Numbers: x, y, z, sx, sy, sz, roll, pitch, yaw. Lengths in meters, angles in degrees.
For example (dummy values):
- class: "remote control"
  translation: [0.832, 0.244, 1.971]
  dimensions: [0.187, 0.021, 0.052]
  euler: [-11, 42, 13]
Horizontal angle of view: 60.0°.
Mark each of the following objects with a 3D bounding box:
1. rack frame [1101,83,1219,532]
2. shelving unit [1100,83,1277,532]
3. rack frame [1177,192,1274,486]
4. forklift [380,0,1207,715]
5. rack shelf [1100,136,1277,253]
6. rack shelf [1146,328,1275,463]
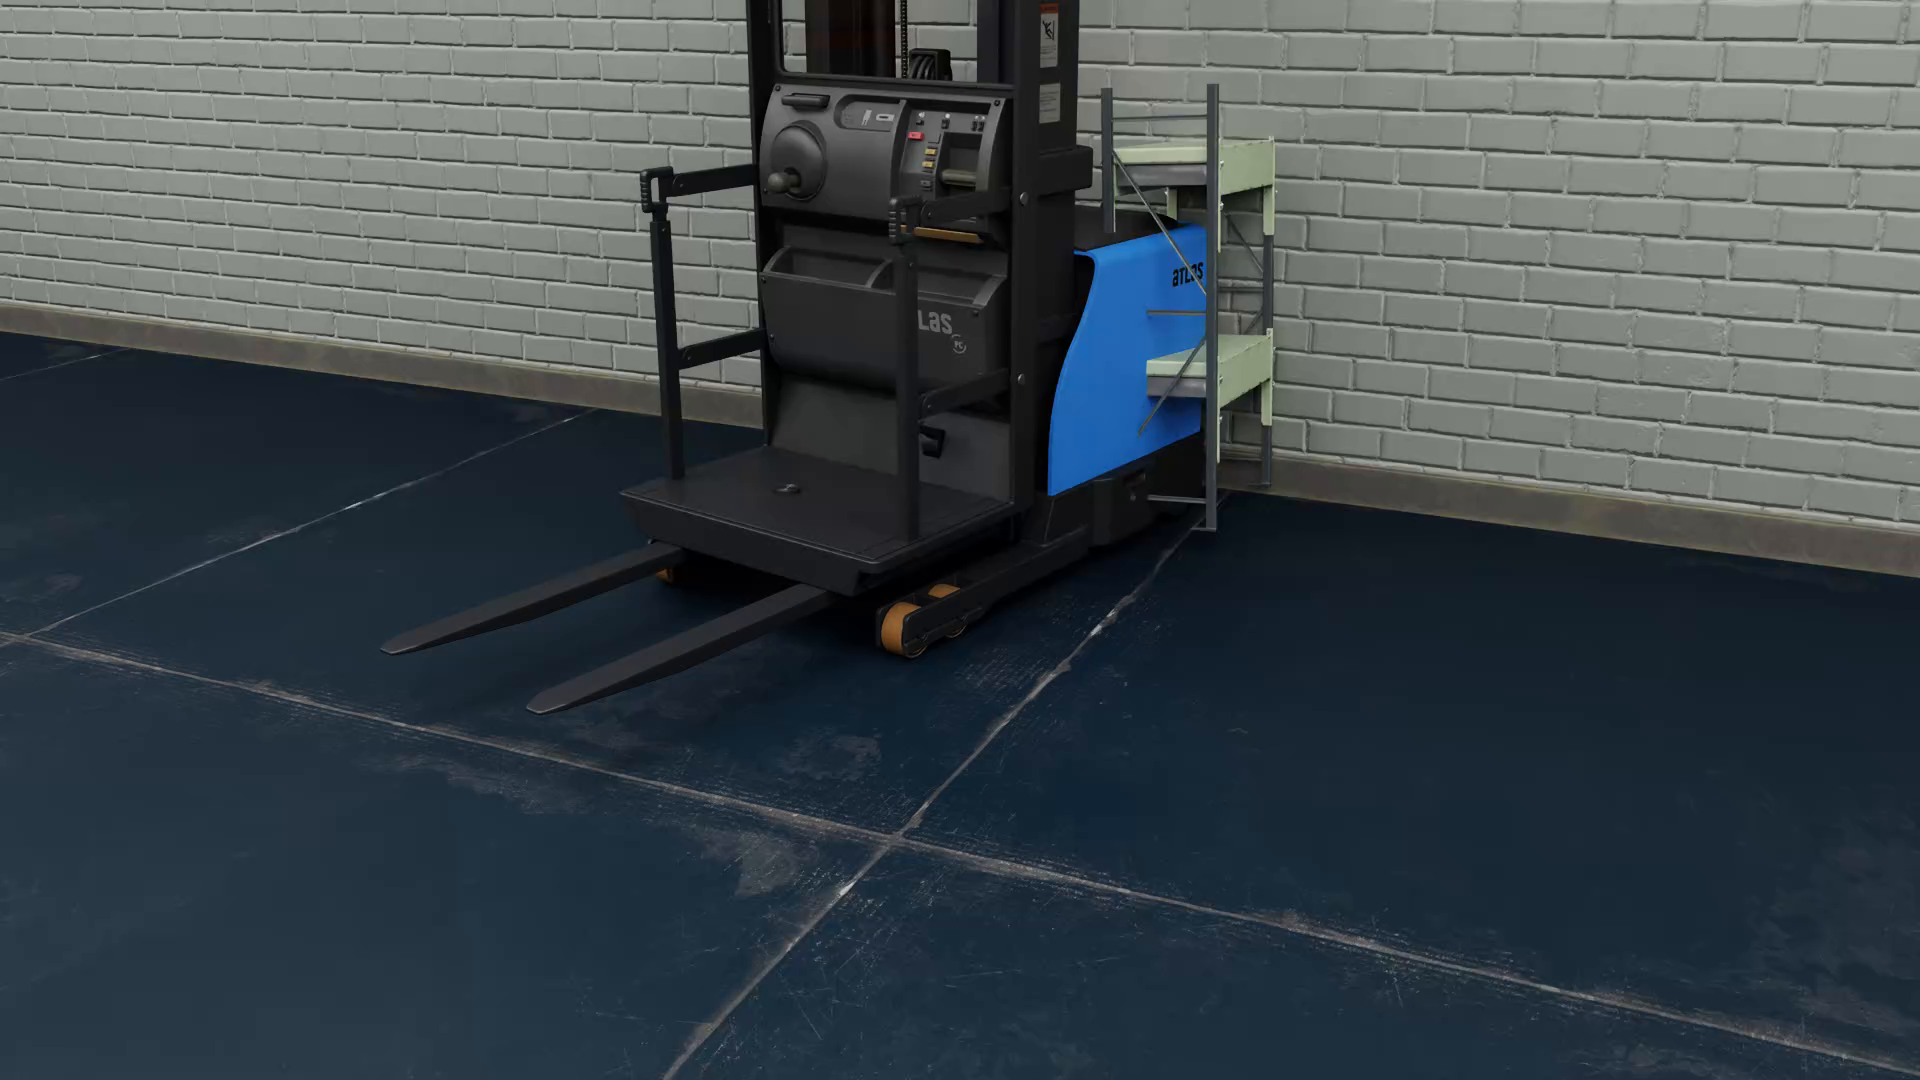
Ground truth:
- class: "rack frame"
  translation: [0.682, -0.771, 5.667]
  dimensions: [0.400, 1.500, 0.023]
  euler: [5, 16, 24]
- class: "shelving unit"
  translation: [0.836, -0.861, 5.987]
  dimensions: [0.431, 1.500, 0.755]
  euler: [5, 16, 24]
- class: "rack frame"
  translation: [0.989, -0.950, 6.307]
  dimensions: [0.400, 1.500, 0.023]
  euler: [5, 16, 24]
- class: "forklift"
  translation: [-0.382, -1.213, 5.007]
  dimensions: [1.130, 2.935, 3.031]
  euler: [14, 24, 35]
- class: "rack shelf"
  translation: [0.822, -1.238, 5.889]
  dimensions: [0.431, 0.370, 0.720]
  euler: [5, 16, 24]
- class: "rack shelf"
  translation: [0.847, -0.545, 6.070]
  dimensions: [0.431, 0.370, 0.720]
  euler: [5, 16, 24]
